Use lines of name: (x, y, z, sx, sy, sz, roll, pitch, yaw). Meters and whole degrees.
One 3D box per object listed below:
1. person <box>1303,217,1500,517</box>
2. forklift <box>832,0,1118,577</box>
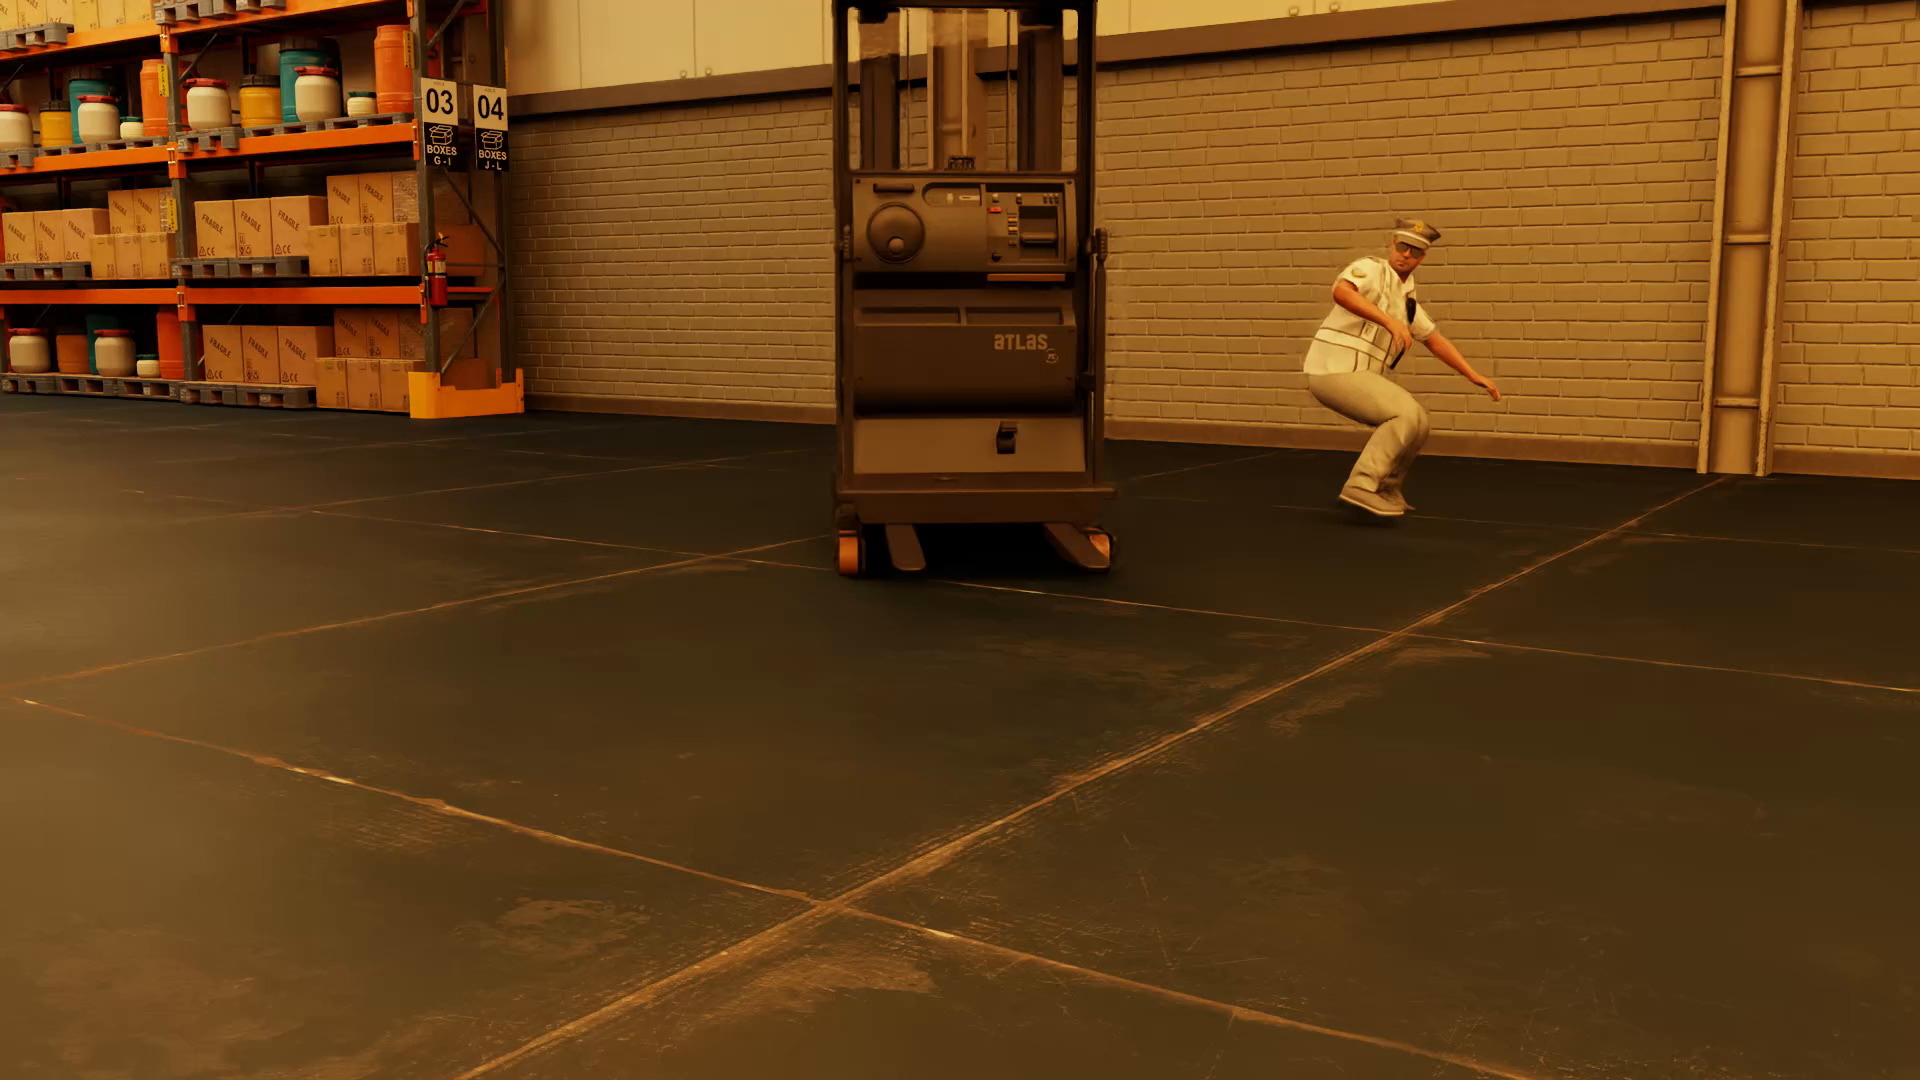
person: (2.190, -0.825, 8.314, 0.878, 1.547, 0.840, 5, 9, 29)
forklift: (0.037, -1.351, 6.696, 1.130, 2.935, 3.031, -1, 8, -4)
